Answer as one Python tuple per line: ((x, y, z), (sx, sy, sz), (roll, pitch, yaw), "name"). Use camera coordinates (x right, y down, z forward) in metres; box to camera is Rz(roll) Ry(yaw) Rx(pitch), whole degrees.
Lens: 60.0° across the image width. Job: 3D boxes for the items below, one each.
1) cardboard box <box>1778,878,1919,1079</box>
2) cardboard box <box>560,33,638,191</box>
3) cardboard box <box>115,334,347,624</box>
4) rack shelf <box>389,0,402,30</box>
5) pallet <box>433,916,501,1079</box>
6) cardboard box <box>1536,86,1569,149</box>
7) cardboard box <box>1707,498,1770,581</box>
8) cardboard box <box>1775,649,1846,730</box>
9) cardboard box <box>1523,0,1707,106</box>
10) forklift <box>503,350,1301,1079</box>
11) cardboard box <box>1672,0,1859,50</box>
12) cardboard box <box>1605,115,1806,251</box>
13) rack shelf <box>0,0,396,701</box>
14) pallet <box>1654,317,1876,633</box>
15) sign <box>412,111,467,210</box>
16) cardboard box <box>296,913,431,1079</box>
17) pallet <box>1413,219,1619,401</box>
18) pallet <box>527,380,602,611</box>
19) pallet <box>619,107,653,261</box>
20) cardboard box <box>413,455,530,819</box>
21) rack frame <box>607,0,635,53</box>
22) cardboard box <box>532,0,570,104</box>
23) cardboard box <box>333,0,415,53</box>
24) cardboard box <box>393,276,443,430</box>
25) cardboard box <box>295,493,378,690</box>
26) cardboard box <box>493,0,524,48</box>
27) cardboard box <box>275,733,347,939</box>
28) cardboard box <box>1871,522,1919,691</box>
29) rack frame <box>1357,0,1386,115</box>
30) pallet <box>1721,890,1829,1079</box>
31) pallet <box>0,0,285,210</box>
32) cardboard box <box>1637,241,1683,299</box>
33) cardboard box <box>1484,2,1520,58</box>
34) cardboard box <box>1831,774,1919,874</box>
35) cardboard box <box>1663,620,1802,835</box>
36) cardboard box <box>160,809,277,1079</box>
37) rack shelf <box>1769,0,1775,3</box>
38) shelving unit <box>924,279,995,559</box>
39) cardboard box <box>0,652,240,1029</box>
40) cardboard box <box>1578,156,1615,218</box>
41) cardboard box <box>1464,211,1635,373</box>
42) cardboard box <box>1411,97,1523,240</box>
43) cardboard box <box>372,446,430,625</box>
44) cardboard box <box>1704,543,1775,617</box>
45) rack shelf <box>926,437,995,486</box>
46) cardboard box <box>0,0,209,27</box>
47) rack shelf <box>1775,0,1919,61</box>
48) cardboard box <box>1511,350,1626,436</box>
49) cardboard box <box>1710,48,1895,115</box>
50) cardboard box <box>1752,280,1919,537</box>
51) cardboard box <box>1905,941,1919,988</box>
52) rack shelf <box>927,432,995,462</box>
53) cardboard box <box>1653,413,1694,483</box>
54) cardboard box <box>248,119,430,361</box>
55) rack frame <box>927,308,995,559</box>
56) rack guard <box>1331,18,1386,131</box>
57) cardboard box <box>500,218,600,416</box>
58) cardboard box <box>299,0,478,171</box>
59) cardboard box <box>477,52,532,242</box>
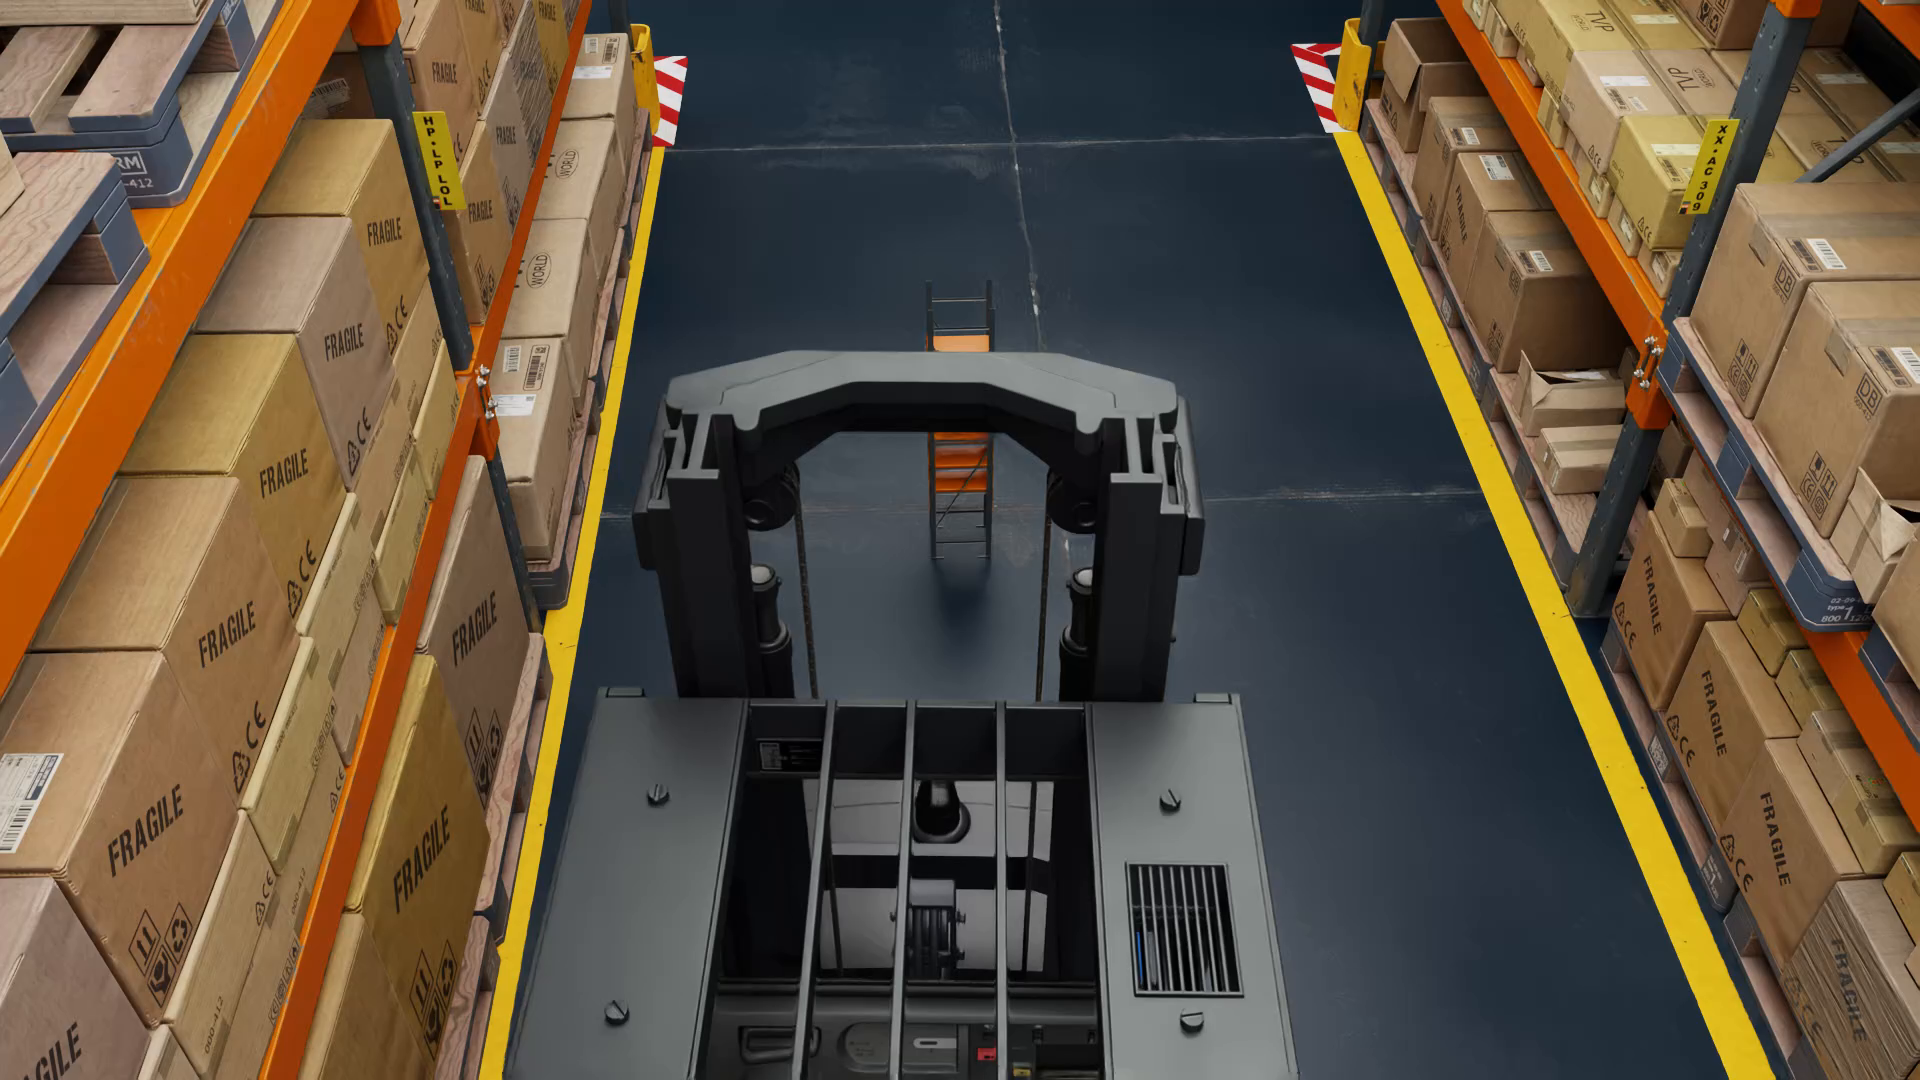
((2.723, 1.292, 4.660), (0.500, 0.500, 0.500), (-3, 43, -3), "cardboard box")
((-2.139, -2.177, 8.491), (0.875, 0.438, 0.875), (-3, 43, -3), "cardboard box")
((-1.796, -0.128, 3.856), (0.500, 0.500, 0.500), (0, 43, 0), "cardboard box")
((-2.182, -2.900, 6.006), (1.077, 0.370, 4.000), (-2, 43, -2), "rack shelf")
((-1.934, 1.663, 4.779), (1.003, 0.211, 1.213), (-2, 43, -2), "pallet")
((2.505, -1.669, 6.537), (0.380, 0.149, 0.250), (-2, 43, -2), "cardboard box")
((2.670, -0.012, 5.383), (0.380, 0.149, 0.250), (-4, 43, -4), "cardboard box")
((2.748, 0.465, 5.081), (0.380, 0.149, 0.250), (-2, 43, -3), "cardboard box")
((2.553, -1.920, 6.516), (0.500, 0.250, 0.500), (-2, 43, -2), "cardboard box")
((-0.074, 1.214, 3.256), (1.130, 2.935, 3.031), (1, 43, 1), "forklift")
((3.065, -2.198, 6.264), (0.500, 0.500, 0.500), (-3, 43, -3), "cardboard box")
((2.597, -1.245, 5.780), (0.500, 0.250, 0.500), (-1, 43, -1), "cardboard box")
((-2.012, -0.200, 3.060), (1.077, 0.370, 4.000), (-2, 43, -2), "rack shelf")
((2.787, -0.241, 4.935), (1.003, 0.211, 1.213), (-2, 43, -2), "pallet")
((-1.555, -1.129, 4.964), (0.100, 0.325, 0.005), (-2, 43, -2), "sign")
((-1.907, 1.549, 4.102), (0.875, 0.875, 0.875), (-1, 43, -1), "cardboard box")
((2.779, -1.115, 7.811), (1.003, 0.211, 1.213), (-2, 43, -2), "pallet")
((-2.051, -0.197, 6.809), (1.003, 0.211, 1.213), (-2, 43, -2), "pallet")
((-2.155, -1.844, 8.606), (1.003, 0.211, 1.213), (-2, 43, -2), "pallet")
((-1.991, 0.335, 5.426), (0.875, 0.875, 0.875), (0, 43, 0), "cardboard box")
((-2.267, -3.410, 8.250), (1.000, 3.000, 0.127), (-2, 43, -2), "rack frame")
((-1.909, -2.094, 6.741), (0.500, 0.500, 0.500), (0, 43, -1), "cardboard box")
((-1.851, -1.574, 4.954), (0.380, 0.149, 0.250), (-2, 43, -2), "cardboard box")
((-1.835, -0.548, 4.868), (0.500, 0.250, 0.500), (-2, 43, -2), "cardboard box")
((-1.779, 0.139, 4.119), (0.500, 0.250, 0.500), (-1, 43, -1), "cardboard box")
((-1.901, -2.130, 6.040), (0.500, 0.500, 0.500), (-1, 43, -1), "cardboard box")
((-1.777, 0.675, 3.904), (0.500, 0.250, 0.500), (-2, 43, -2), "cardboard box")
((2.714, 0.167, 3.964), (0.700, 0.500, 0.500), (-2, 43, -2), "cardboard box")
((2.692, -3.555, 8.408), (1.000, 3.000, 0.127), (-2, 43, -2), "rack frame")
((2.989, 1.547, 4.906), (1.003, 0.211, 1.213), (-2, 43, -2), "pallet")
((-2.009, -1.127, 3.681), (0.805, 0.209, 1.217), (-3, 43, -4), "pallet")
((2.596, -0.970, 5.774), (0.380, 0.149, 0.250), (-1, 43, -1), "cardboard box")
((2.469, -2.184, 7.099), (0.380, 0.149, 0.250), (-1, 43, -1), "cardboard box")
((2.729, 0.803, 4.713), (0.380, 0.149, 0.250), (0, 43, 0), "cardboard box")
((2.690, 0.605, 5.410), (0.500, 0.500, 0.500), (-2, 43, -2), "cardboard box")
((-1.732, 0.827, 3.369), (0.500, 0.250, 0.500), (-2, 43, -2), "cardboard box")
((2.777, -3.045, 6.165), (1.077, 0.370, 4.000), (-2, 43, -2), "rack shelf")
((0.001, -0.433, 6.334), (0.258, 1.200, 0.189), (-2, 43, -2), "shelving unit")
((-1.741, 0.561, 3.104), (0.500, 0.500, 0.500), (-1, 43, -1), "cardboard box")
((2.528, -1.320, 6.156), (0.380, 0.149, 0.250), (-1, 43, -1), "cardboard box")
((2.665, -1.093, 7.262), (0.700, 0.500, 0.500), (-3, 43, -3), "cardboard box")
((2.621, -1.794, 8.027), (0.700, 0.500, 0.500), (0, 43, 0), "cardboard box")
((-1.806, -0.014, 4.657), (0.500, 0.250, 0.500), (-2, 43, -2), "cardboard box")
((2.700, 0.108, 5.471), (0.380, 0.149, 0.250), (-3, 43, -3), "cardboard box")
((0.001, -0.311, 6.445), (0.258, 0.103, 0.180), (-2, 43, -2), "rack shelf")
((-1.850, -1.348, 3.536), (0.500, 0.311, 0.500), (-2, 43, -2), "cardboard box")
((2.947, -0.345, 3.218), (1.077, 0.370, 4.000), (-2, 43, -2), "rack shelf")
((2.530, -0.610, 6.908), (0.396, 0.266, 0.258), (0, 43, 0), "cardboard box")
((3.082, -1.589, 6.155), (0.500, 0.250, 0.500), (-2, 43, -2), "cardboard box")
((2.681, -0.363, 4.542), (0.700, 0.500, 0.500), (-1, 43, -1), "cardboard box")
((2.730, 1.152, 4.333), (0.380, 0.149, 0.250), (-4, 43, -4), "cardboard box")
((0.001, -0.400, 6.364), (0.258, 0.103, 0.180), (-2, 43, -2), "rack shelf")
((3.070, -0.471, 6.723), (0.500, 0.311, 0.500), (0, 43, 0), "cardboard box")
((-1.827, -0.820, 4.611), (0.500, 0.500, 0.500), (0, 43, 0), "cardboard box")
((0.005, -0.371, 6.267), (0.240, 1.200, 0.006), (-2, 43, -2), "rack frame")
((2.695, -2.582, 9.197), (1.175, 0.500, 0.348), (-2, 43, -2), "rack guard")
((-2.055, -0.951, 7.153), (0.875, 0.438, 0.875), (-3, 43, -3), "cardboard box")
((-1.875, -1.443, 5.290), (0.500, 0.500, 0.500), (-1, 43, -2), "cardboard box")
((-1.873, -1.410, 5.995), (0.500, 0.500, 0.500), (-1, 43, -2), "cardboard box")
